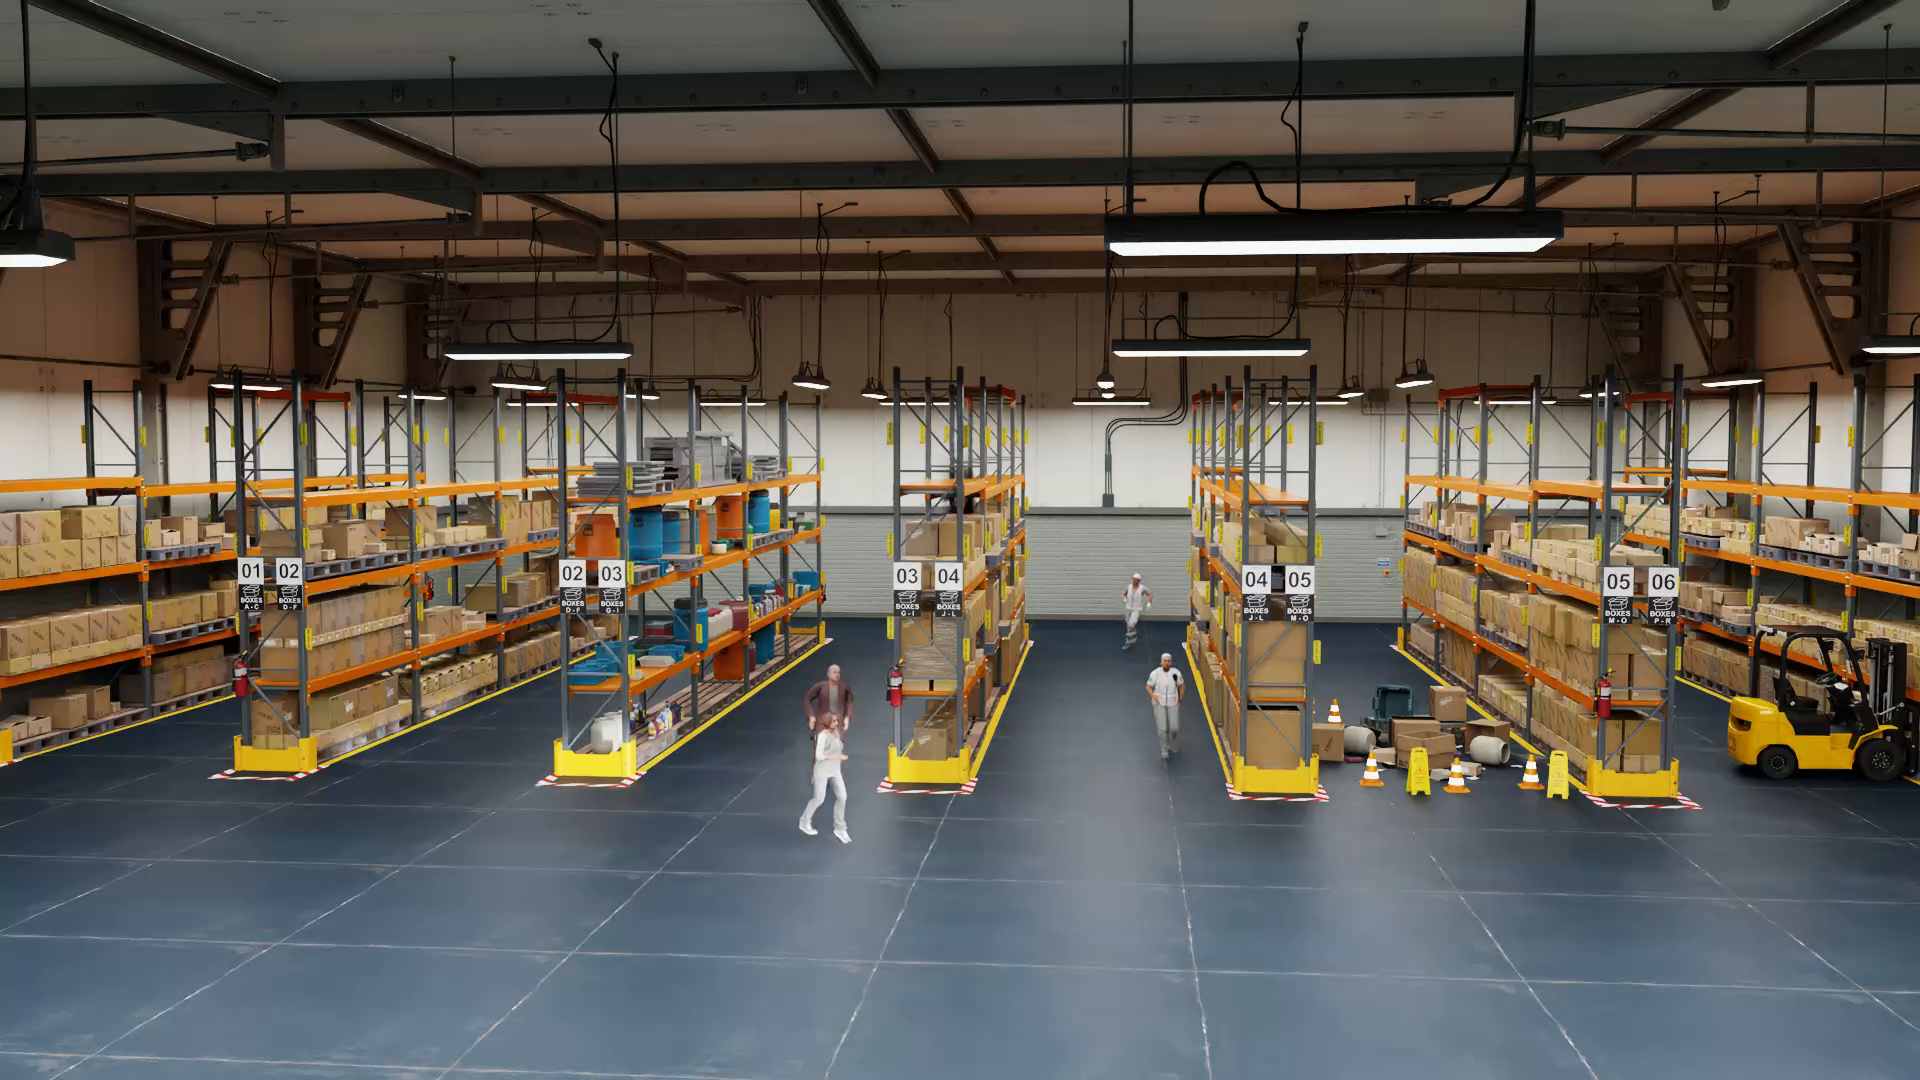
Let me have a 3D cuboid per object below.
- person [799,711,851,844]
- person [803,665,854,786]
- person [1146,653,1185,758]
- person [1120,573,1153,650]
[{"bbox_3d":[-1.656,2.923,20.588,0.787,1.629,0.492,3,4,35],"label":"person"},{"bbox_3d":[-1.891,2.668,24.071,0.758,1.701,0.588,-1,4,-12],"label":"person"},{"bbox_3d":[3.208,2.579,25.959,0.609,1.631,0.525,0,4,4],"label":"person"},{"bbox_3d":[4.138,1.686,39.239,0.704,1.818,0.764,2,4,31],"label":"person"}]
